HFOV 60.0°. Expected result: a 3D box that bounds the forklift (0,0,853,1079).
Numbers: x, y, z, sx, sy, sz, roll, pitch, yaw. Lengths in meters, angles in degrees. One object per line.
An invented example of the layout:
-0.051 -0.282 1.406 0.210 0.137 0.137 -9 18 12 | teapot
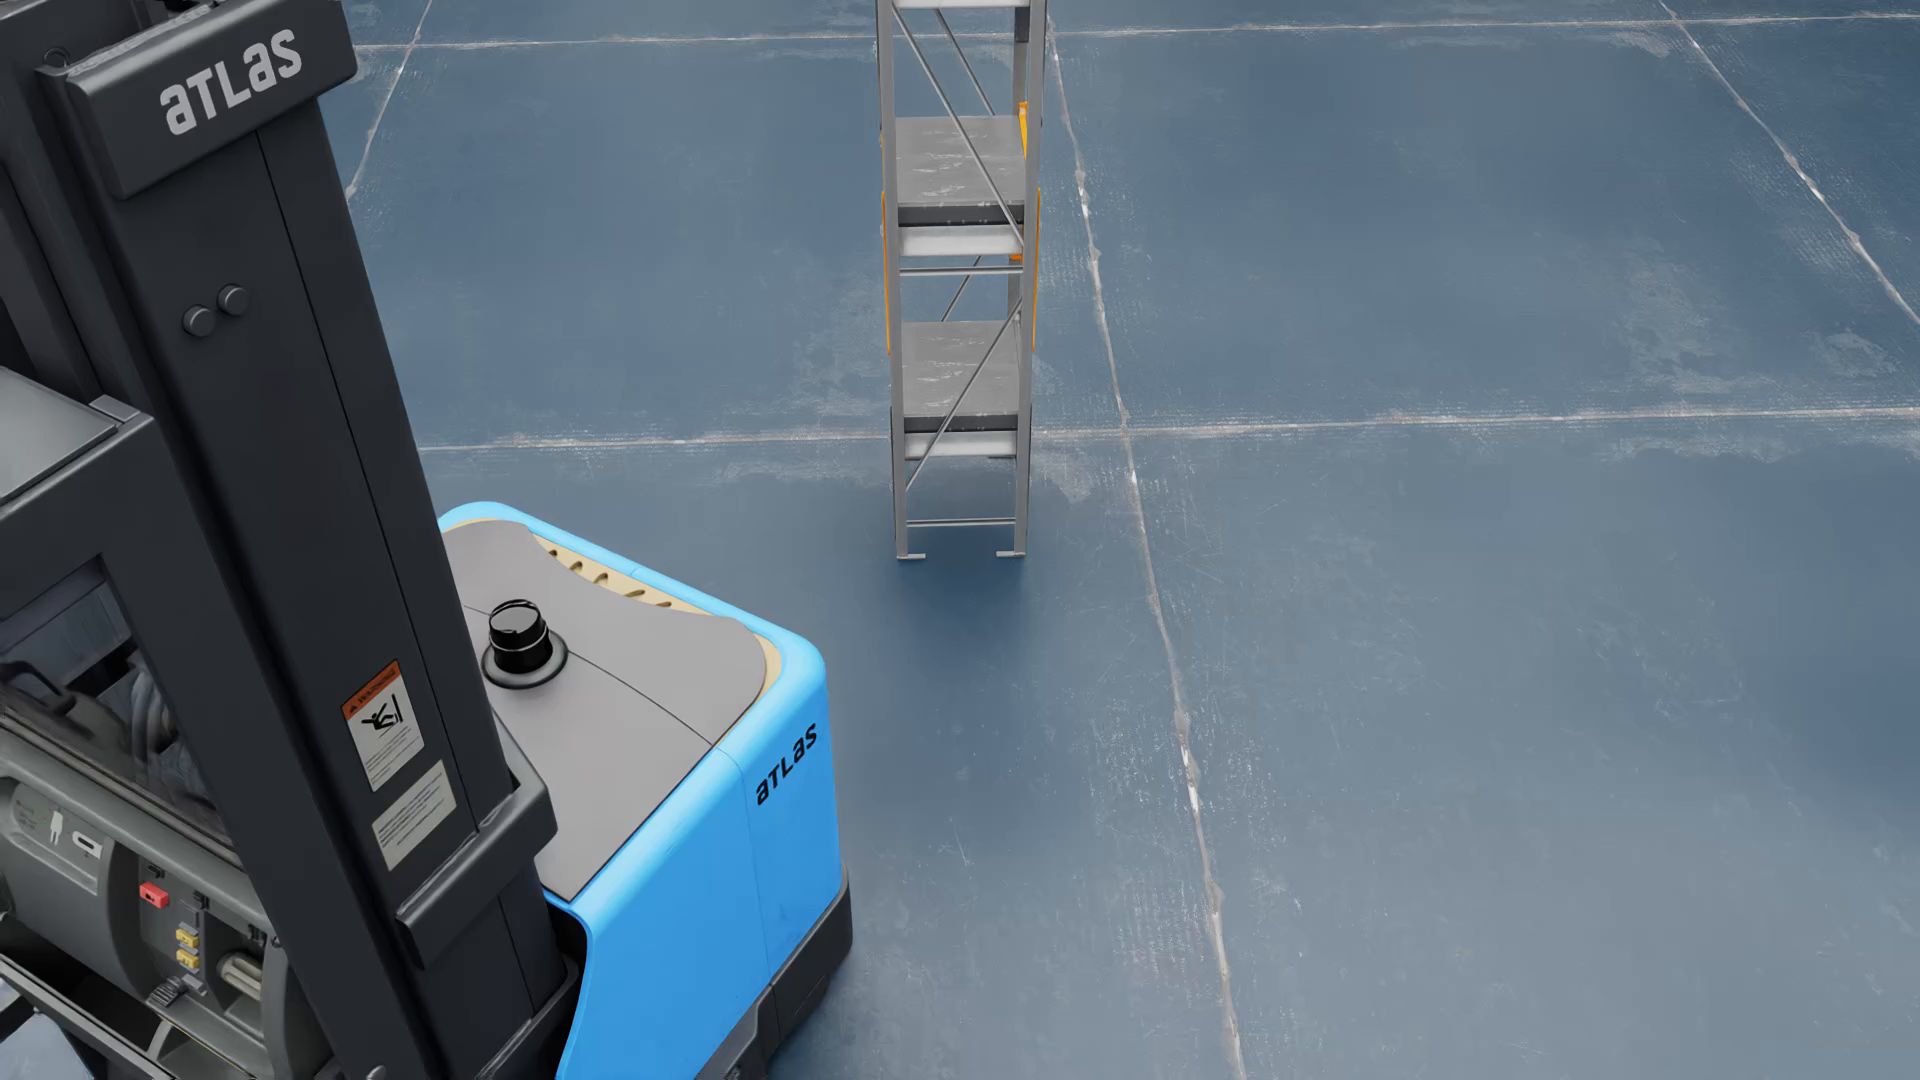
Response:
-1.448 0.622 2.403 1.130 2.935 3.031 22 47 22 | forklift

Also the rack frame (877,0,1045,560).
0.003 -0.721 4.483 0.400 2.100 0.015 -2 43 -2 | rack frame

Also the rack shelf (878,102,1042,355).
-0.007 -0.876 4.672 0.431 0.518 0.480 -2 43 -2 | rack shelf

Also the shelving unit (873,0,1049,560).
-0.007 -0.886 4.662 0.431 2.100 0.503 -2 43 -2 | shelving unit

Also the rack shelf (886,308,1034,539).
-0.007 -0.360 5.145 0.431 0.518 0.480 -2 43 -2 | rack shelf

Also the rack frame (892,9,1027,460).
-0.017 -1.051 4.842 0.400 2.100 0.015 -2 43 -2 | rack frame

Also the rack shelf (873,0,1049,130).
-0.007 -1.392 4.199 0.431 0.518 0.480 -2 43 -2 | rack shelf
